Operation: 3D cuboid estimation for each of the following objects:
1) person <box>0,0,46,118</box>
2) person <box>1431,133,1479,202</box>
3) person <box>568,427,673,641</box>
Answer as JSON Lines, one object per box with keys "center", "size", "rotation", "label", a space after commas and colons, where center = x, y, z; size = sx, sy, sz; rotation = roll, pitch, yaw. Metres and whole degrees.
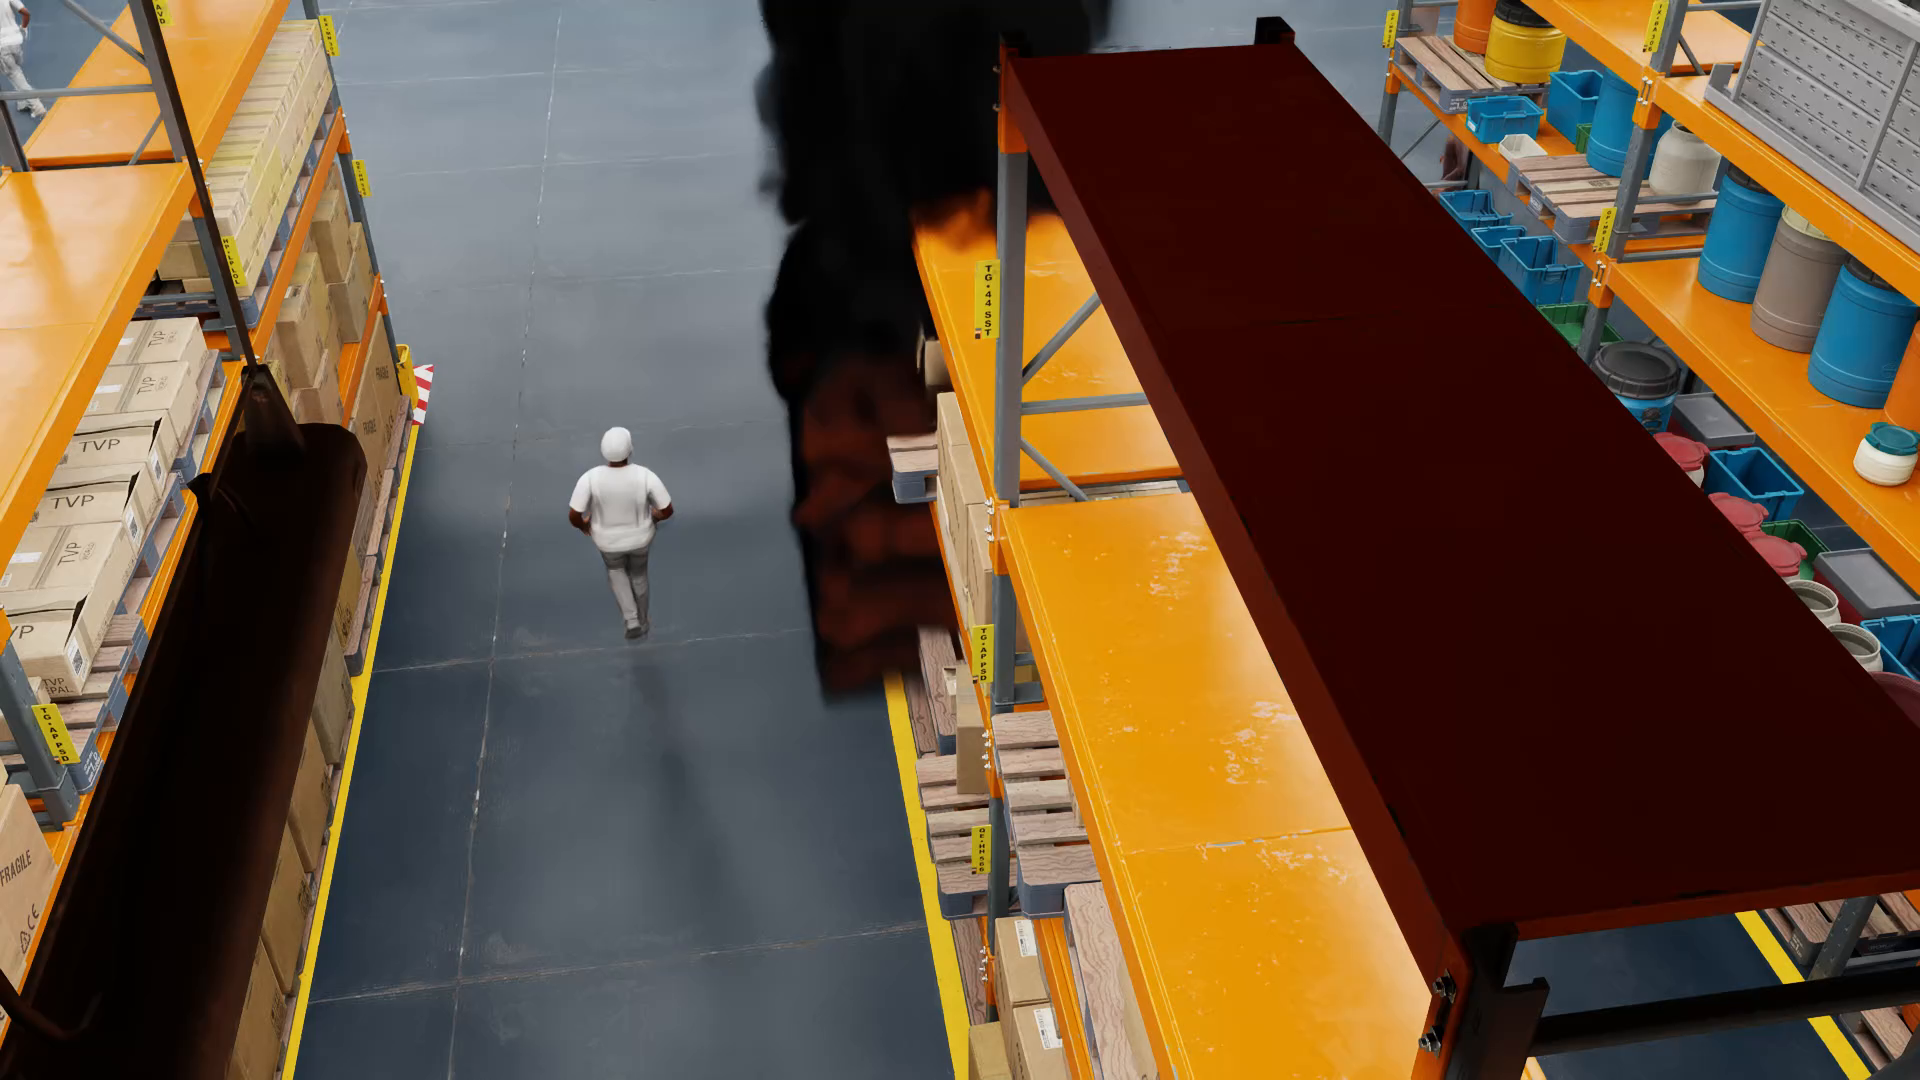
{"center": [-11.507, -5.935, 20.028], "size": [0.877, 1.827, 0.655], "rotation": [26, 44, 31], "label": "person"}
{"center": [4.932, -3.531, 16.525], "size": [0.974, 1.762, 0.773], "rotation": [27, 44, 31], "label": "person"}
{"center": [-2.328, -0.029, 11.550], "size": [0.698, 1.740, 0.500], "rotation": [-8, 37, -10], "label": "person"}
